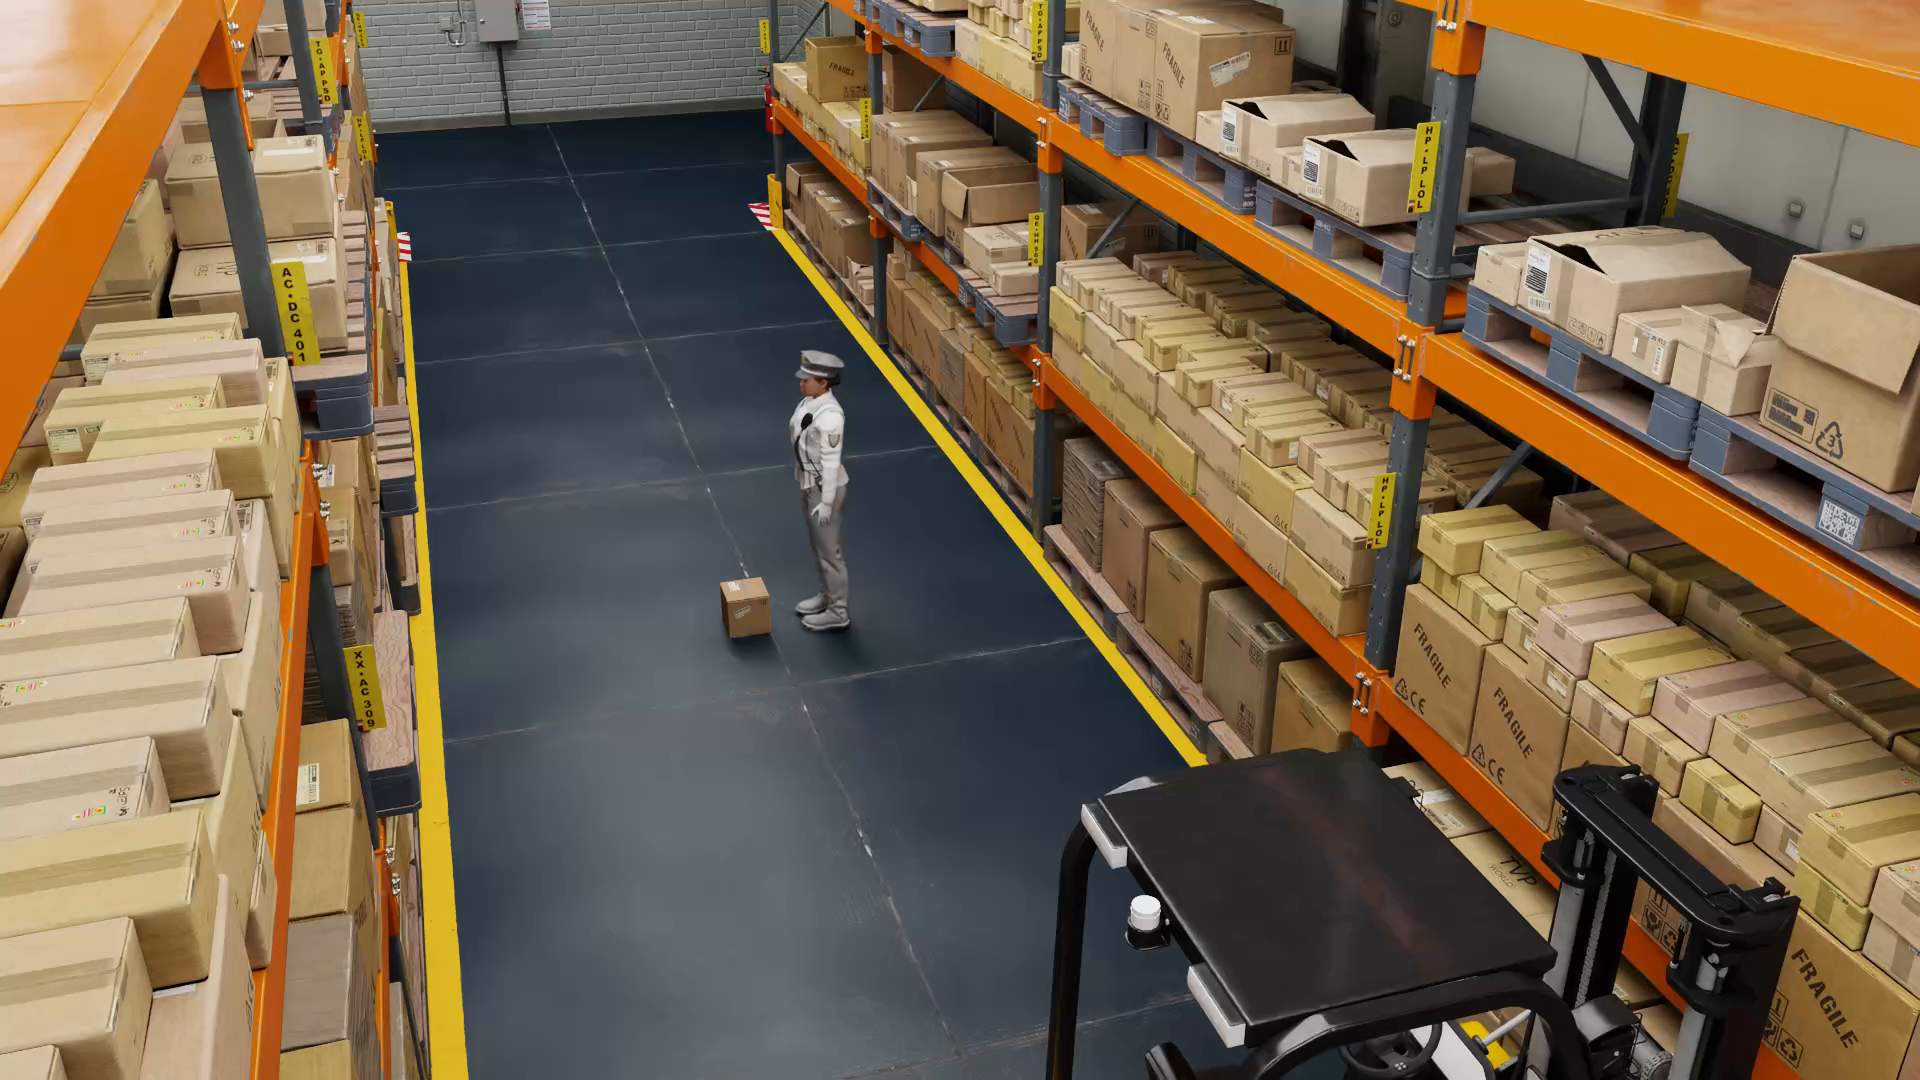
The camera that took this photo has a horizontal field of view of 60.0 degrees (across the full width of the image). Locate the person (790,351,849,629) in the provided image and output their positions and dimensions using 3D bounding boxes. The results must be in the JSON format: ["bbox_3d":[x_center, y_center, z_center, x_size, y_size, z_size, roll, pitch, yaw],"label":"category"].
[{"bbox_3d":[-0.818,-0.303,9.699,0.329,1.688,0.483,-8,28,-16],"label":"person"}]
